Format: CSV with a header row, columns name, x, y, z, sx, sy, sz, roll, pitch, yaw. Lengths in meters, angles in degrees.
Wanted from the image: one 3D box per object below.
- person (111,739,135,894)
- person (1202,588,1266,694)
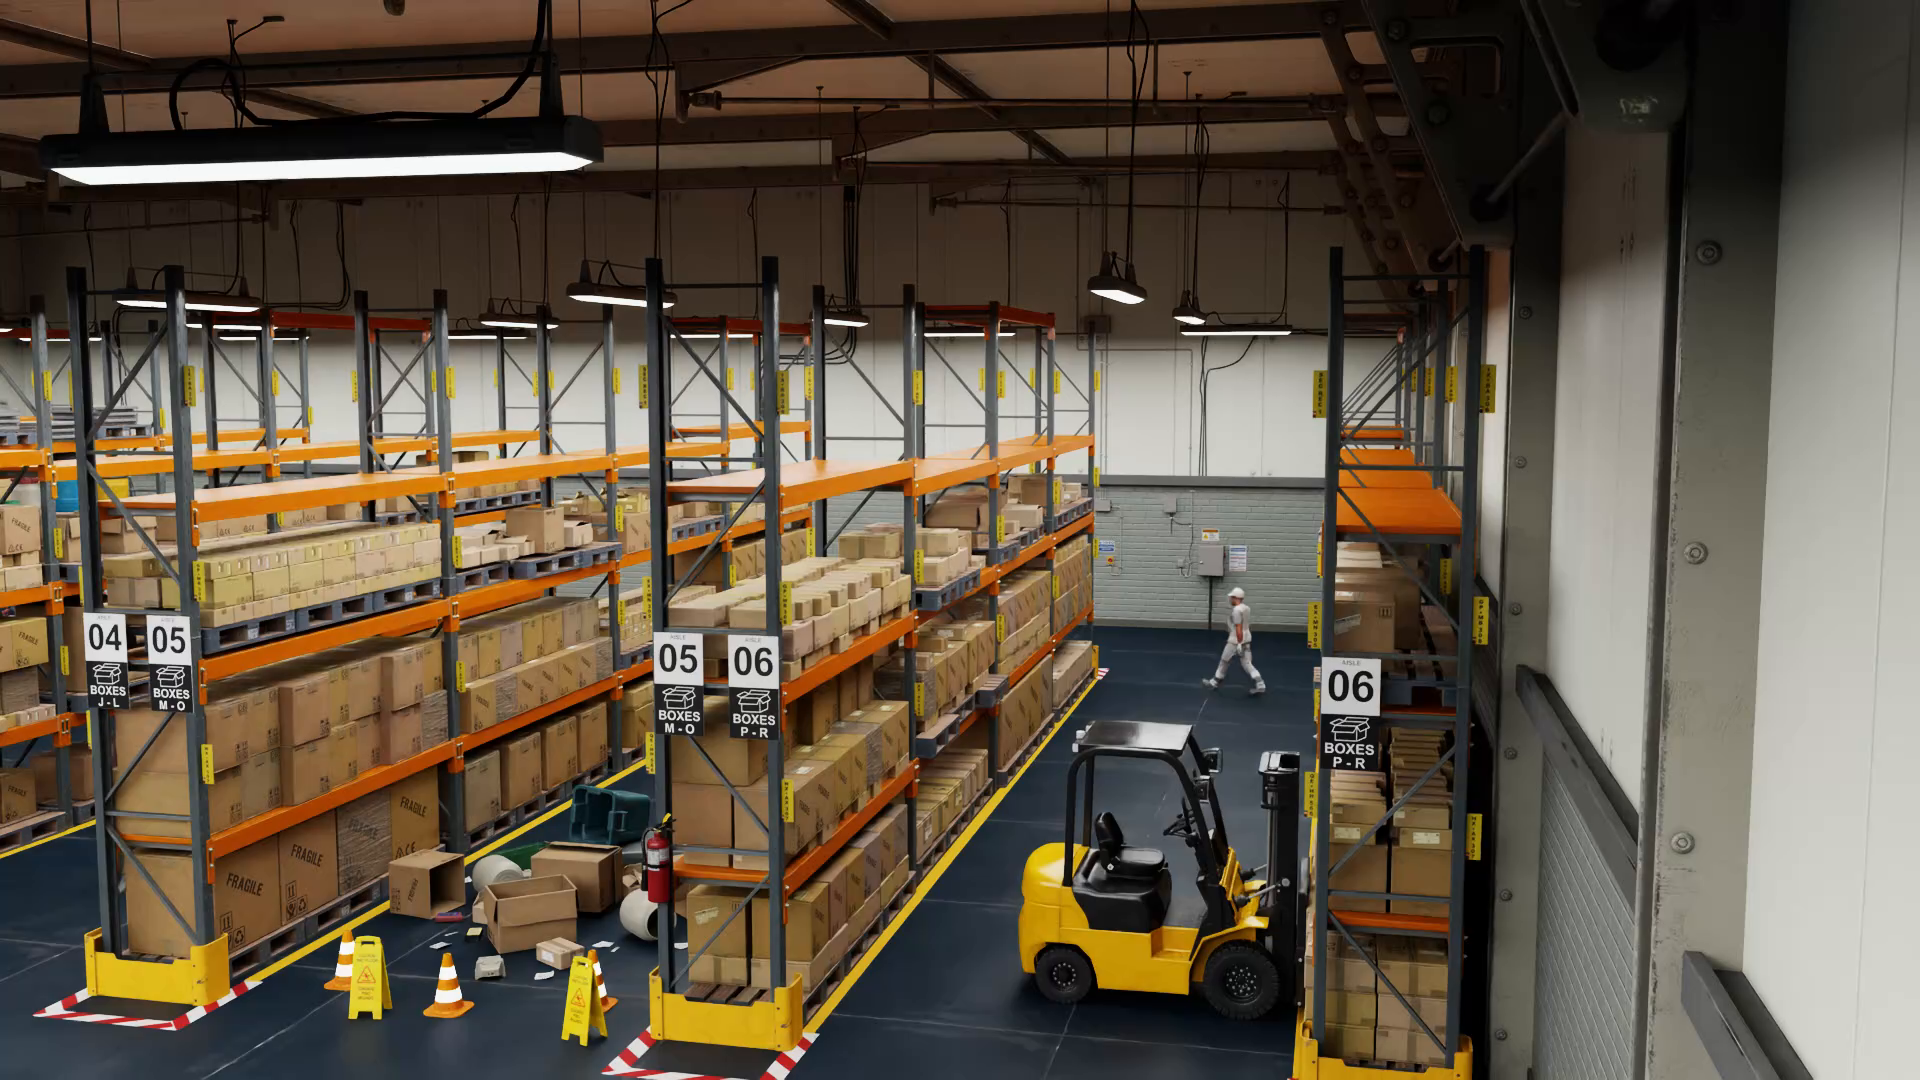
name,x,y,z,sx,sy,sz,roll,pitch,yaw
person,-8.320,2.601,16.863,0.710,1.772,0.894,-1,6,-14
person,4.407,1.613,26.698,1.141,1.707,0.510,5,8,42
